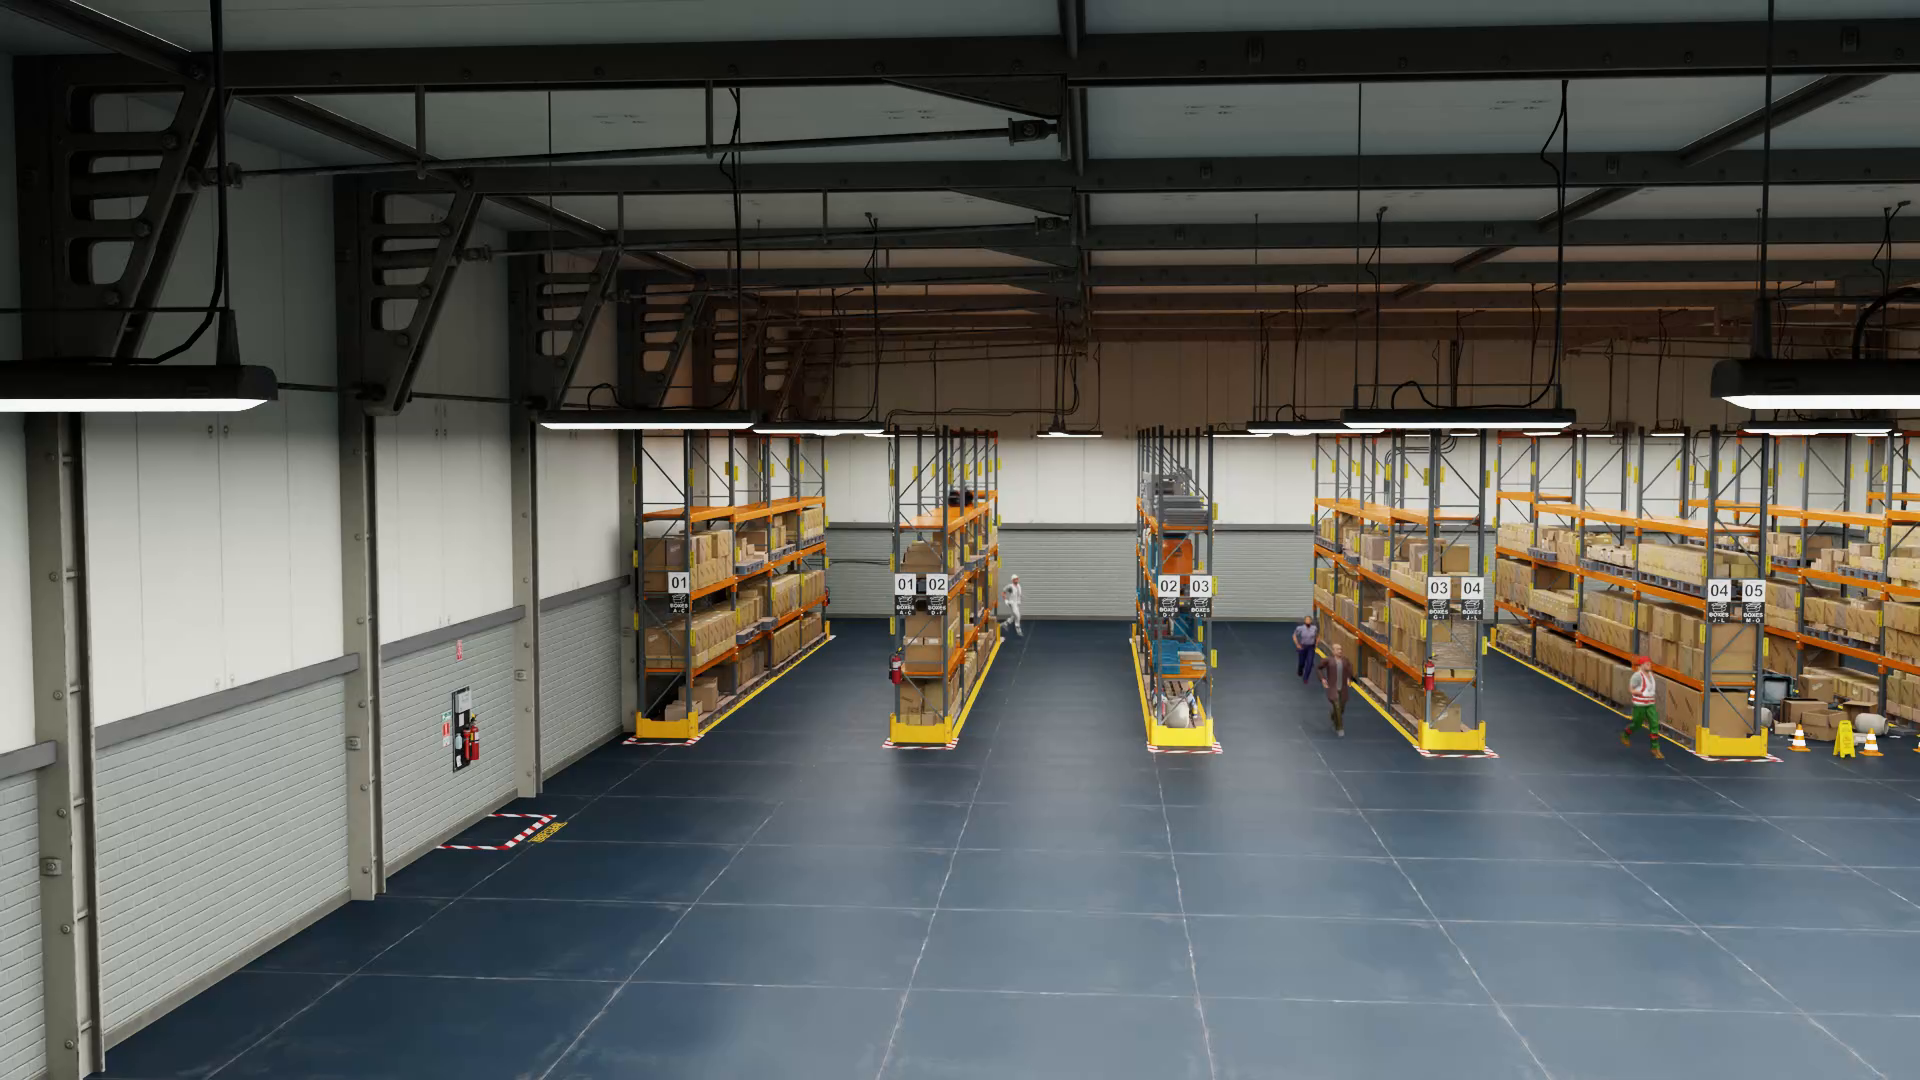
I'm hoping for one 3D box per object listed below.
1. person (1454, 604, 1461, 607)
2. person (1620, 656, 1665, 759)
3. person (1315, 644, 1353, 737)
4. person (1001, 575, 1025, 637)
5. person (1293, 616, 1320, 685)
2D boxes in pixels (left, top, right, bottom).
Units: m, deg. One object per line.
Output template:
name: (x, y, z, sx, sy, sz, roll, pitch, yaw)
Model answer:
person: (13.519, 2.220, 45.551, 0.568, 1.551, 0.500, 1, 4, 21)
person: (12.404, 3.008, 30.228, 0.691, 1.807, 1.011, -2, 4, -25)
person: (7.311, 2.898, 32.375, 0.735, 1.758, 0.922, -1, 3, -10)
person: (1.583, 1.908, 48.827, 0.919, 1.793, 0.689, 3, 5, 41)
person: (8.167, 2.578, 39.214, 0.610, 1.619, 0.639, 0, 3, 0)
